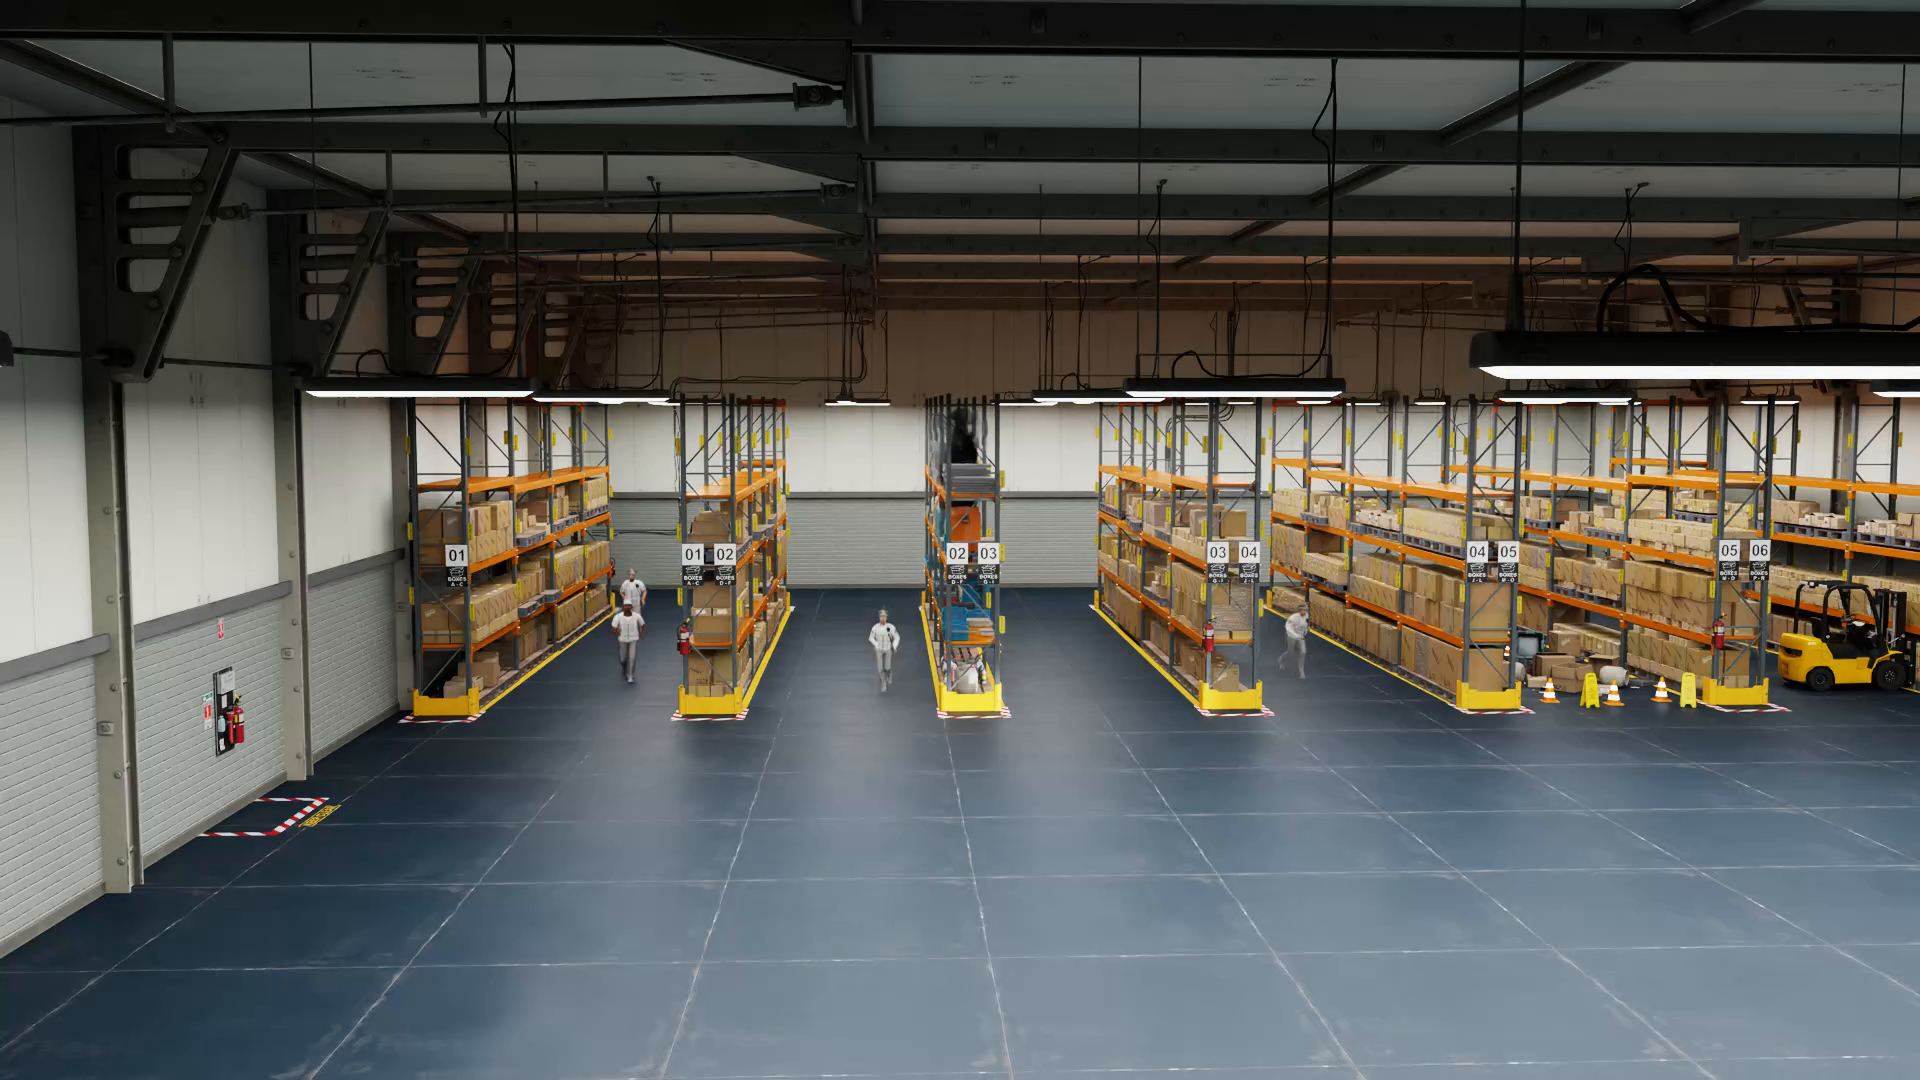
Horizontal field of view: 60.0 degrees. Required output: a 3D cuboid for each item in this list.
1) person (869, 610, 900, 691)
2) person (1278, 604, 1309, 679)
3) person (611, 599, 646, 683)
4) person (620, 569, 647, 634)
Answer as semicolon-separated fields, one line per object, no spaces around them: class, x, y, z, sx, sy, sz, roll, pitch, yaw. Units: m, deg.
person;-1.546;2.242;33.716;0.612;1.658;0.542;0;5;4
person;7.160;2.133;35.672;0.654;1.624;0.978;-2;5;-26
person;-6.948;2.108;34.865;0.714;1.731;0.791;-1;5;-11
person;-8.146;1.588;41.390;0.658;1.743;0.593;0;5;-4
